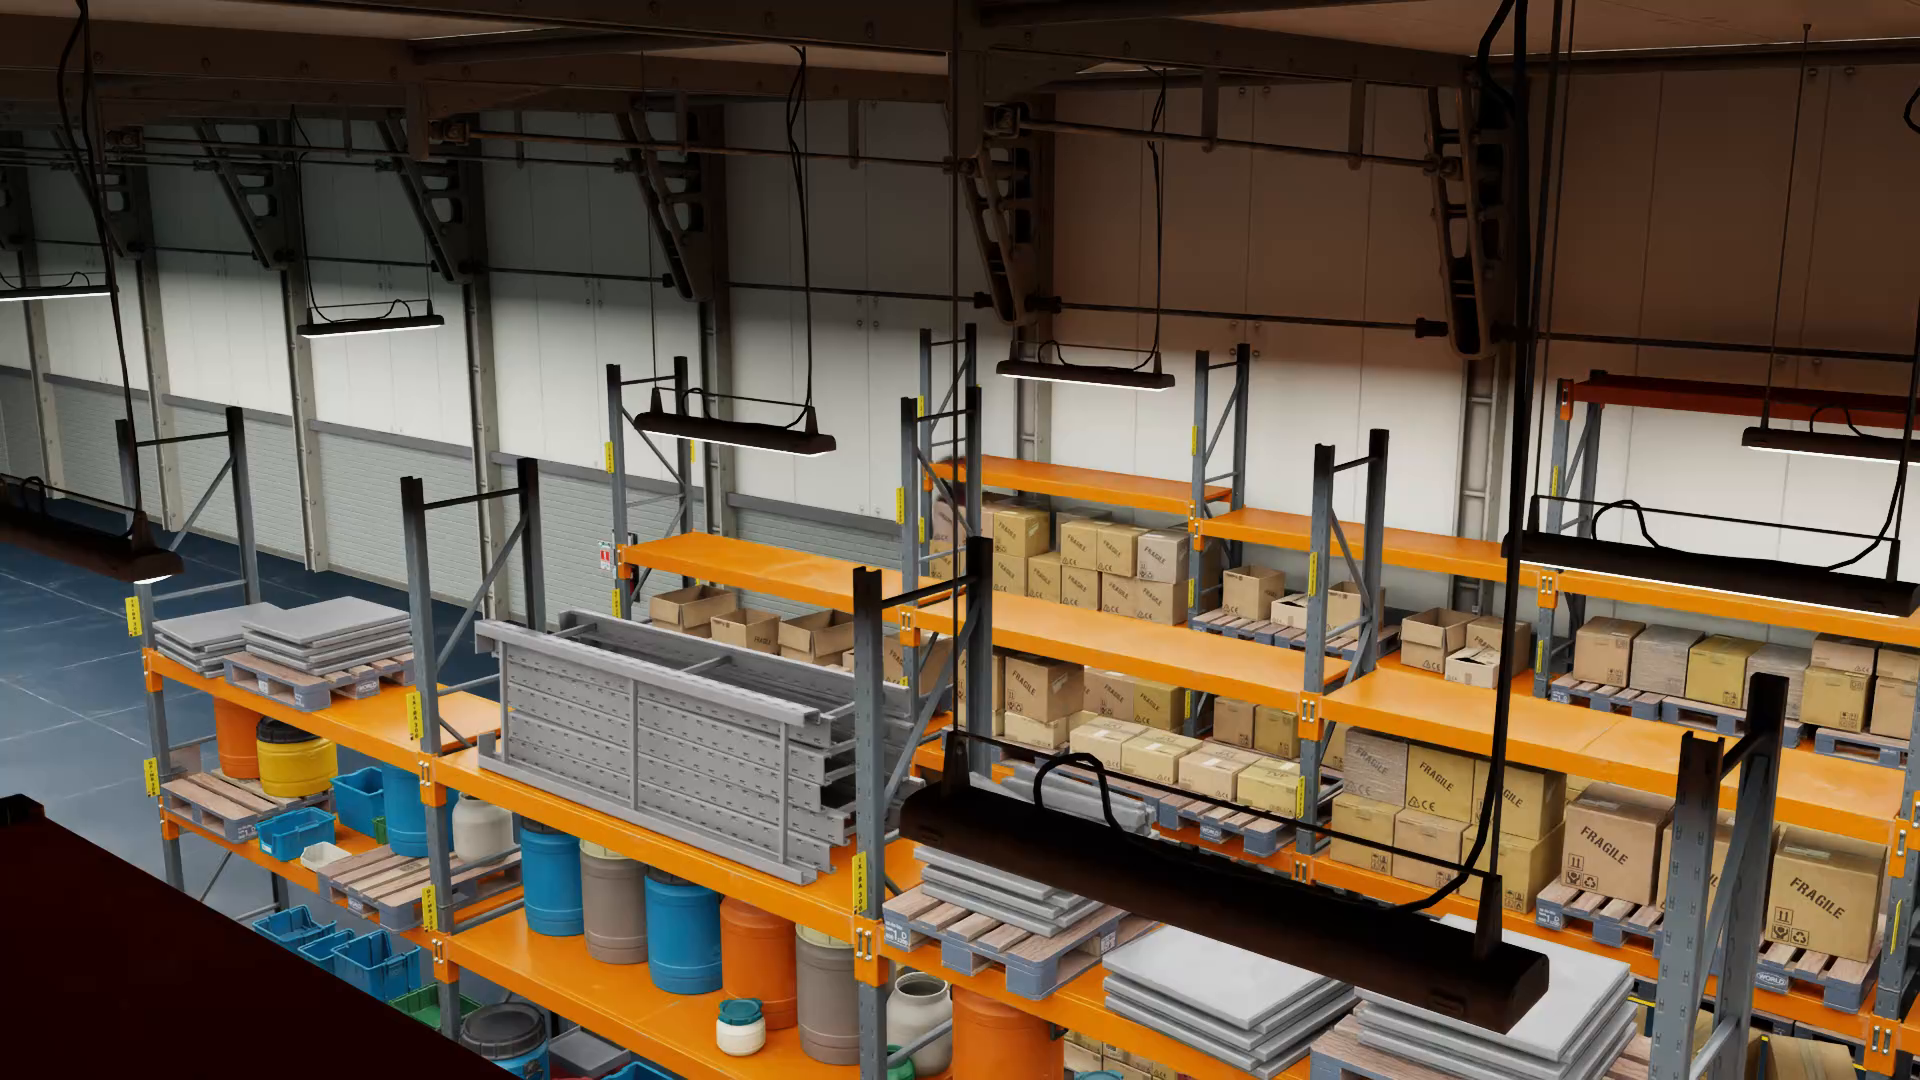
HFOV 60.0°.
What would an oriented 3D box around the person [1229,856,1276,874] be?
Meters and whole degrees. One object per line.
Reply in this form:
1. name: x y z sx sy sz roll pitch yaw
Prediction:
1. person: 3.193 3.348 17.556 1.052 1.727 0.566 9 15 35
